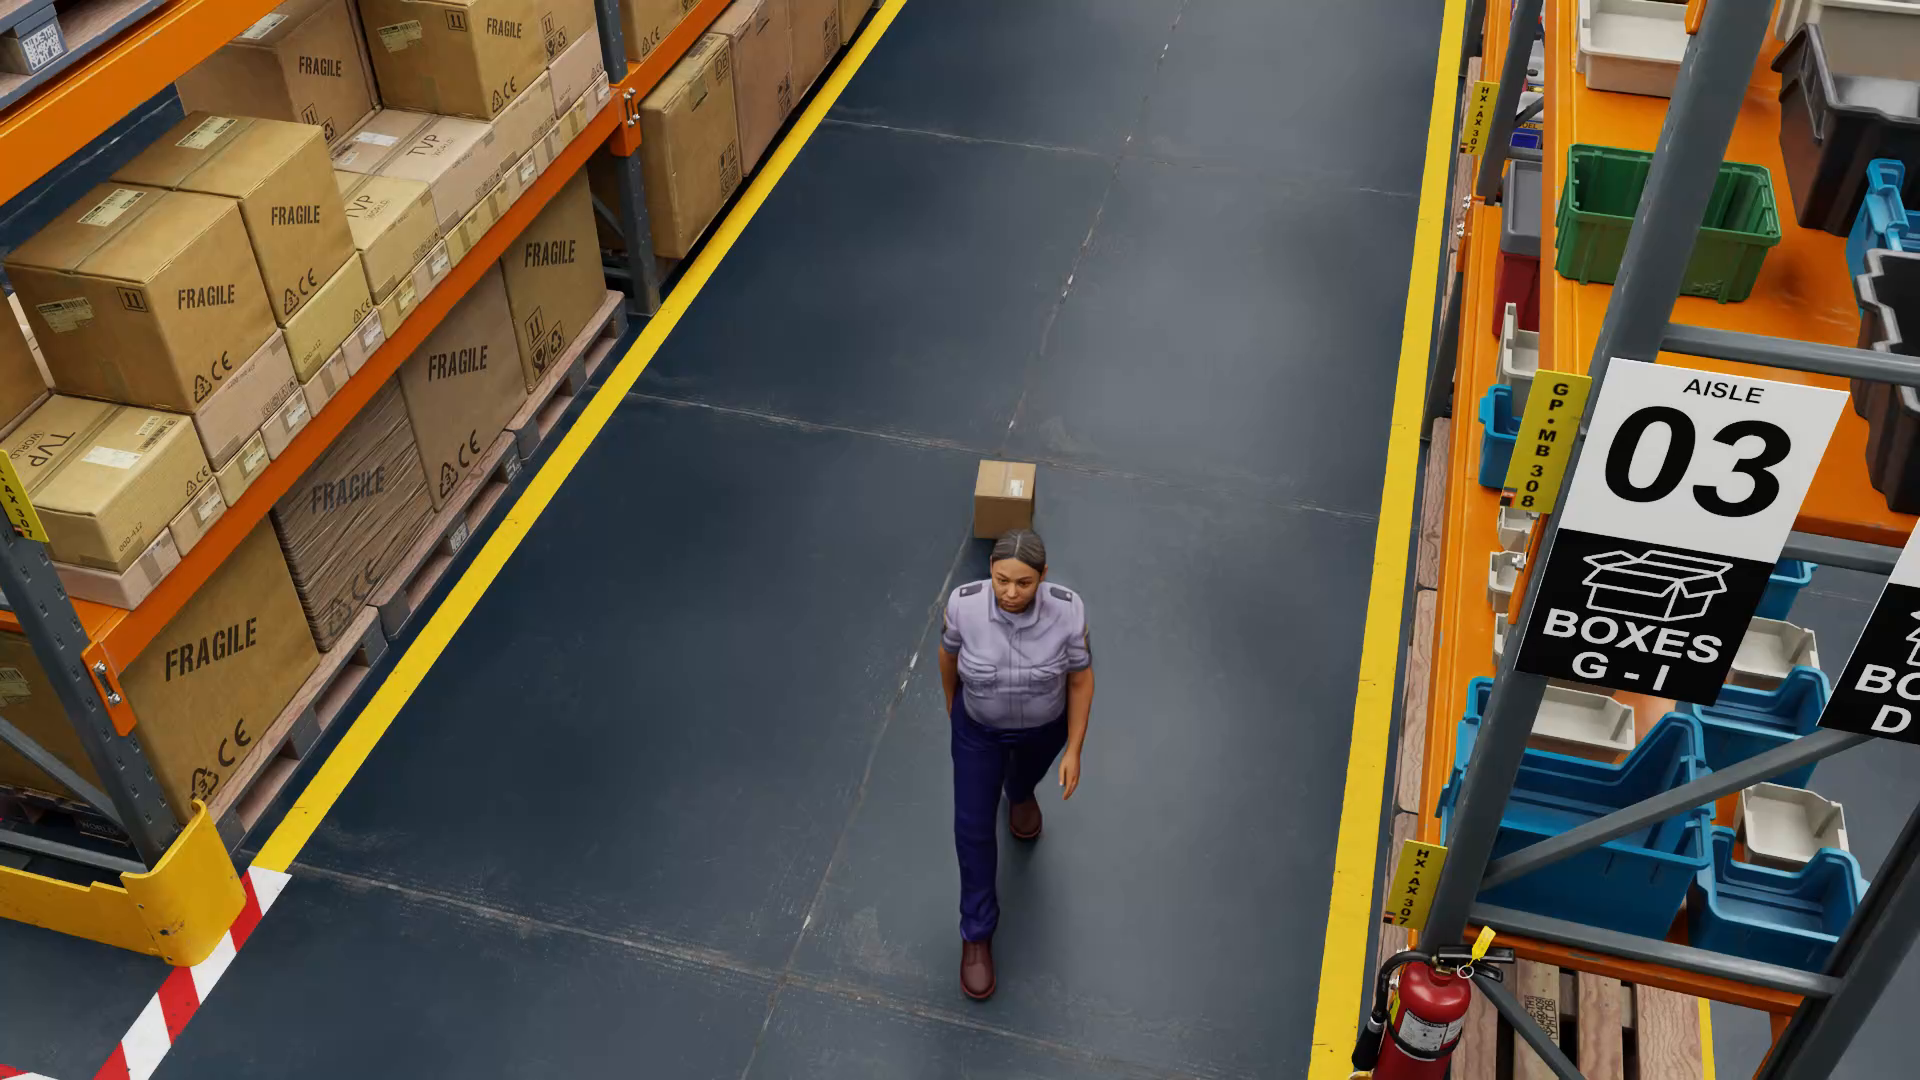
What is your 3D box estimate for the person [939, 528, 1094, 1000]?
[{"bbox_3d":[0.181,0.637,5.422,0.495,1.595,0.973,-1,41,-1],"label":"person"}]
